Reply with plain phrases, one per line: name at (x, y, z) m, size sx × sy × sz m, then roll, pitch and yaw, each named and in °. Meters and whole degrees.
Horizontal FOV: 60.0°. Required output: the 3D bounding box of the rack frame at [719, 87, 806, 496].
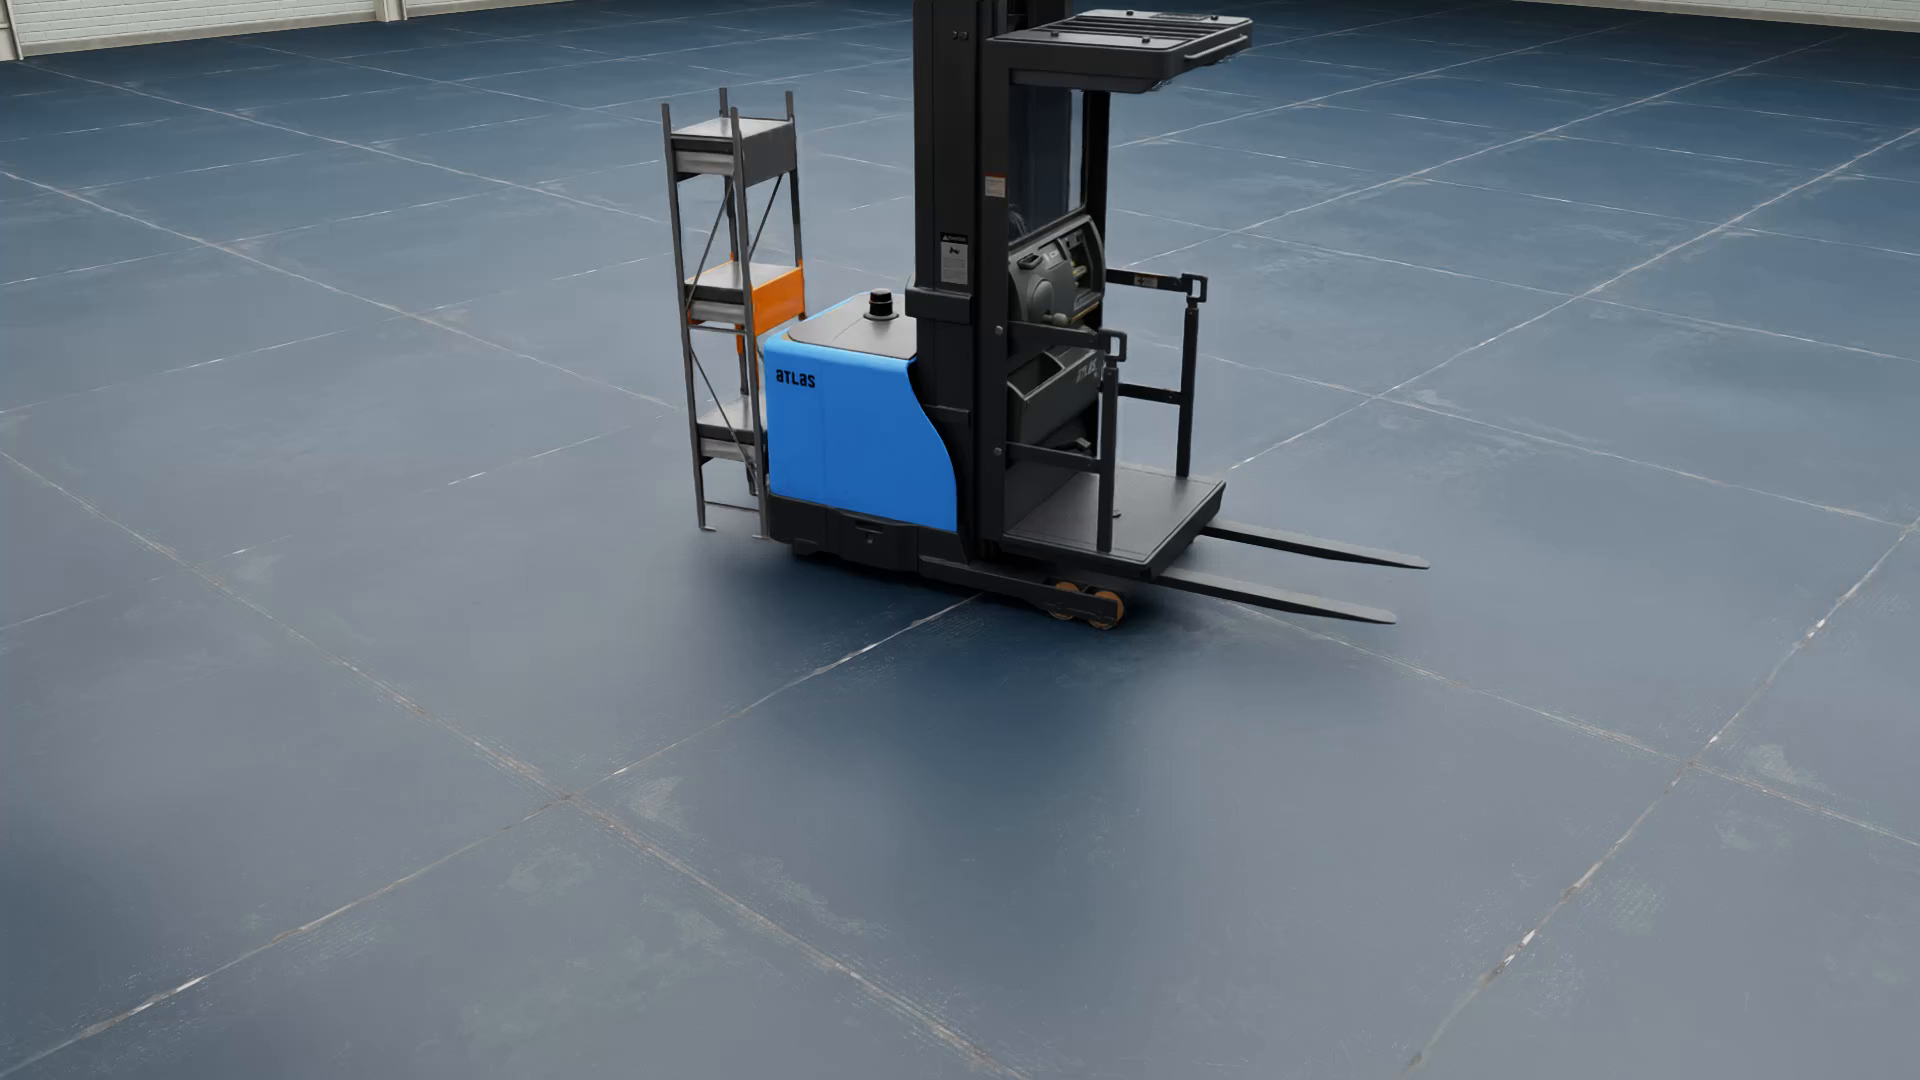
rack frame at (-0.947, -1.173, 8.288) m, size 0.400 × 2.100 × 0.015 m, roll 9°, pitch 26°, yaw 23°

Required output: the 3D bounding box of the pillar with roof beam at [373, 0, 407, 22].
pillar with roof beam at (-6.111, -11.455, 22.799) m, size 9.100 × 9.000 × 0.400 m, roll 20°, pitch 31°, yaw 38°

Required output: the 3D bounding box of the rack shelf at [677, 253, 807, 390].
rack shelf at (-1.048, -1.070, 8.091) m, size 0.431 × 0.518 × 0.480 m, roll 9°, pitch 26°, yaw 23°

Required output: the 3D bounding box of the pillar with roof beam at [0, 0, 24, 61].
pillar with roof beam at (-10.115, -9.627, 18.722) m, size 9.100 × 9.000 × 0.400 m, roll 20°, pitch 31°, yaw 38°

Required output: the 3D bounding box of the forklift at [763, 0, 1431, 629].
forklift at (0.619, -1.190, 7.322) m, size 3.031 × 2.935 × 1.130 m, roll 12°, pitch 27°, yaw 25°

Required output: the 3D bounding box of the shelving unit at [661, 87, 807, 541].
shelving unit at (-1.049, -1.083, 8.086) m, size 0.431 × 2.100 × 0.503 m, roll 9°, pitch 26°, yaw 23°

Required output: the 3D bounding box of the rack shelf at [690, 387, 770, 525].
rack shelf at (-1.035, -0.429, 8.372) m, size 0.431 × 0.518 × 0.480 m, roll 9°, pitch 26°, yaw 23°

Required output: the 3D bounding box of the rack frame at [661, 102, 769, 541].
rack frame at (-1.151, -0.992, 7.884) m, size 0.400 × 2.100 × 0.015 m, roll 9°, pitch 26°, yaw 23°

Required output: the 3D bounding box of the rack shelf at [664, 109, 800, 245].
rack shelf at (-1.062, -1.711, 7.810) m, size 0.431 × 0.518 × 0.480 m, roll 9°, pitch 26°, yaw 23°
